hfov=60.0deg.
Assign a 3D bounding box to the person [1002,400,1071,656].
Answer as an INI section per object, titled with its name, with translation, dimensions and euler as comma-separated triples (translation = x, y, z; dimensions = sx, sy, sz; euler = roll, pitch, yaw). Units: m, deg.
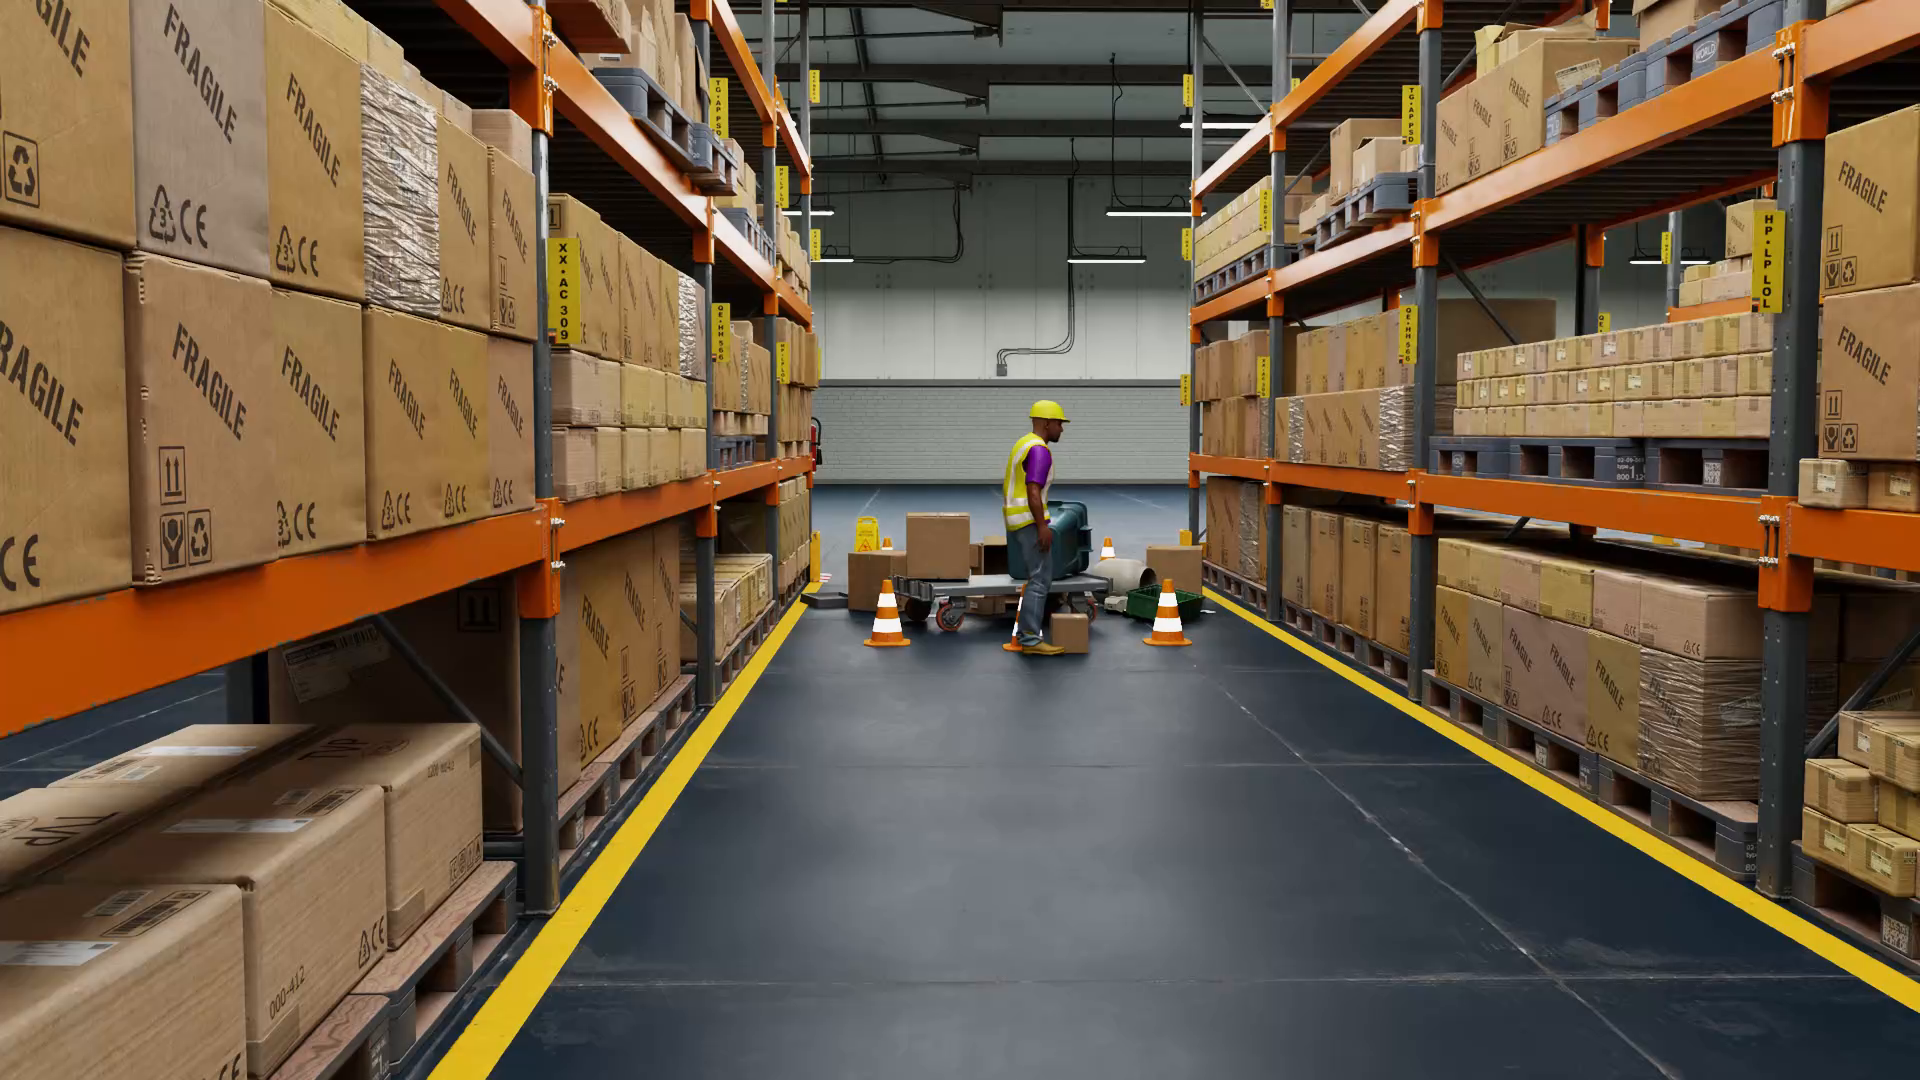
[person]
translation = 0.537, -0.071, 11.597
dimensions = 0.471, 1.805, 0.632
euler = 0, 4, -5
